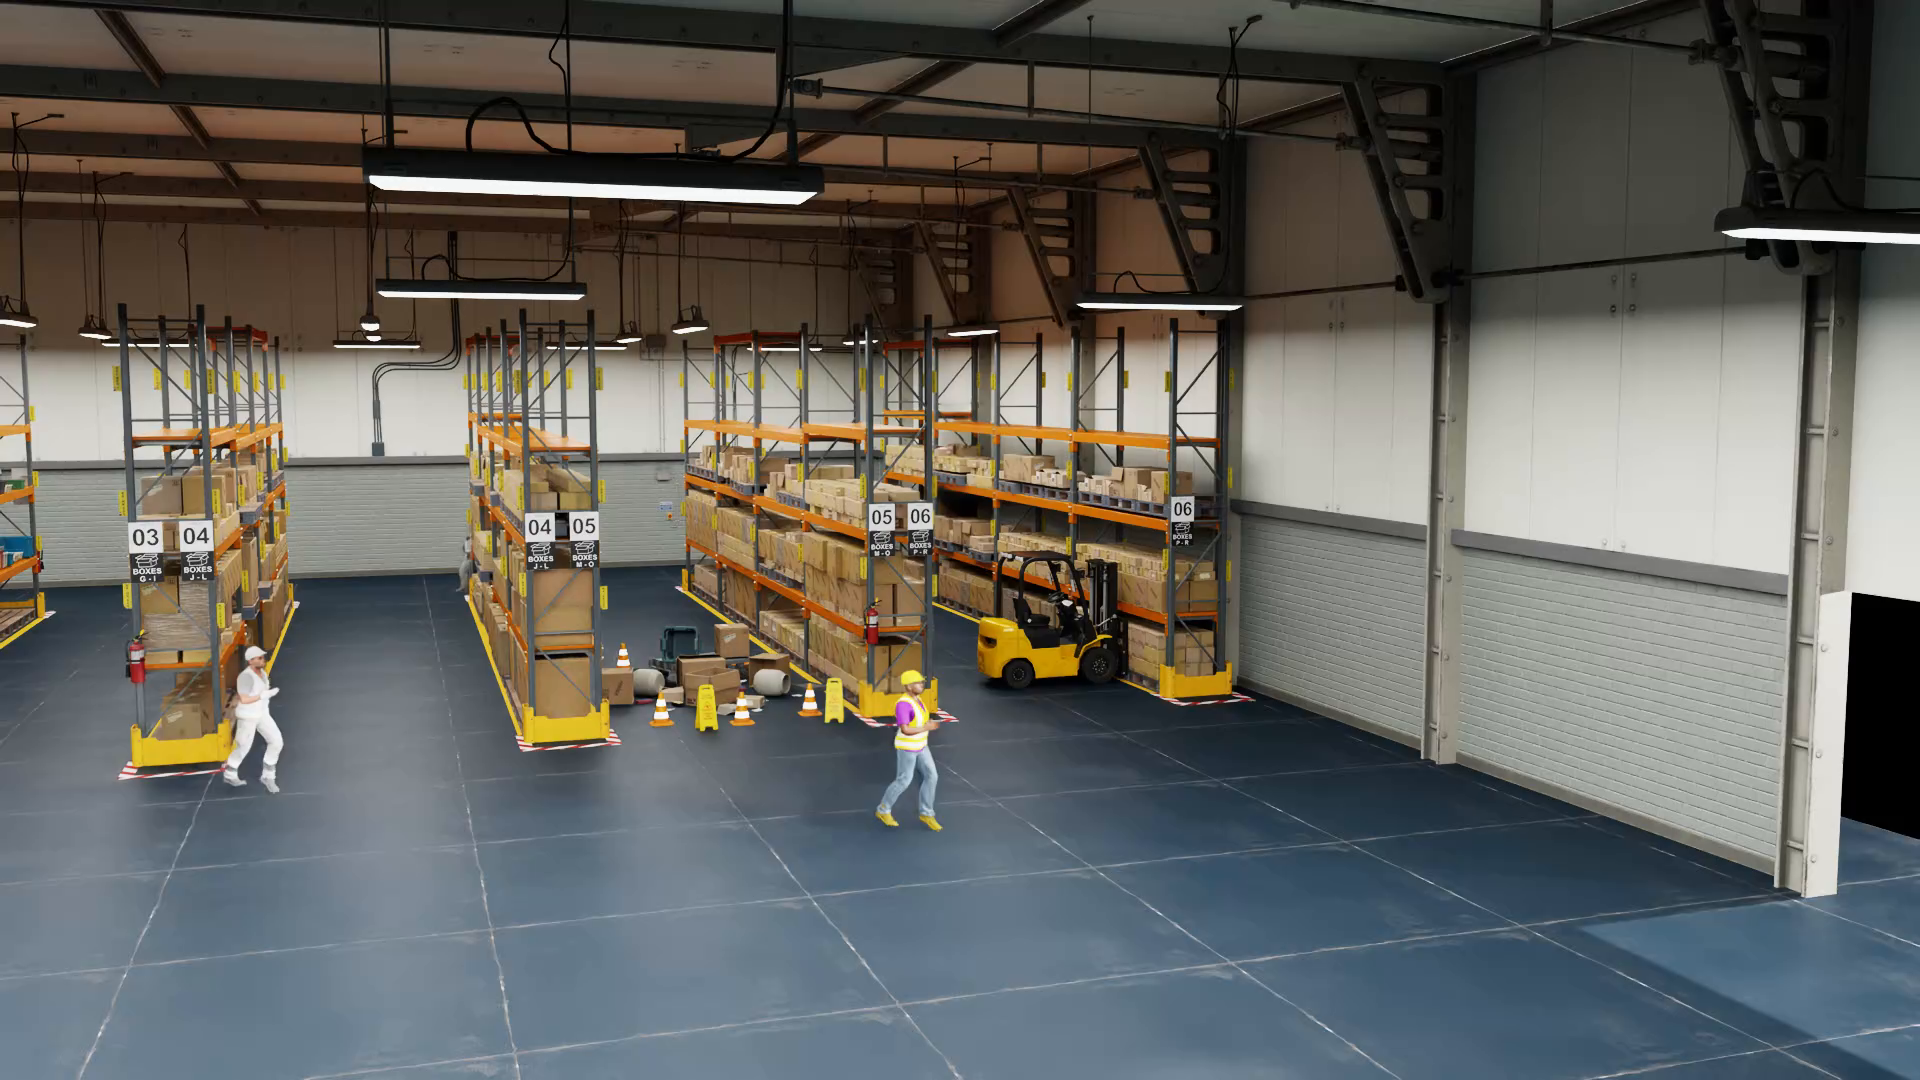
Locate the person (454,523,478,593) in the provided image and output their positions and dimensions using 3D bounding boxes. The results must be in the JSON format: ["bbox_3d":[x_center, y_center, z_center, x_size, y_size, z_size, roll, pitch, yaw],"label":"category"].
[{"bbox_3d":[-11.622,0.395,39.494,0.862,1.733,0.729,-1,5,-7],"label":"person"}]

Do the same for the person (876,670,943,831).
[{"bbox_3d":[-0.562,2.360,18.572,0.787,1.834,0.720,2,6,21],"label":"person"}]

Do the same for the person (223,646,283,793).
[{"bbox_3d":[-8.620,2.204,20.244,0.844,1.851,0.617,1,6,15],"label":"person"}]
